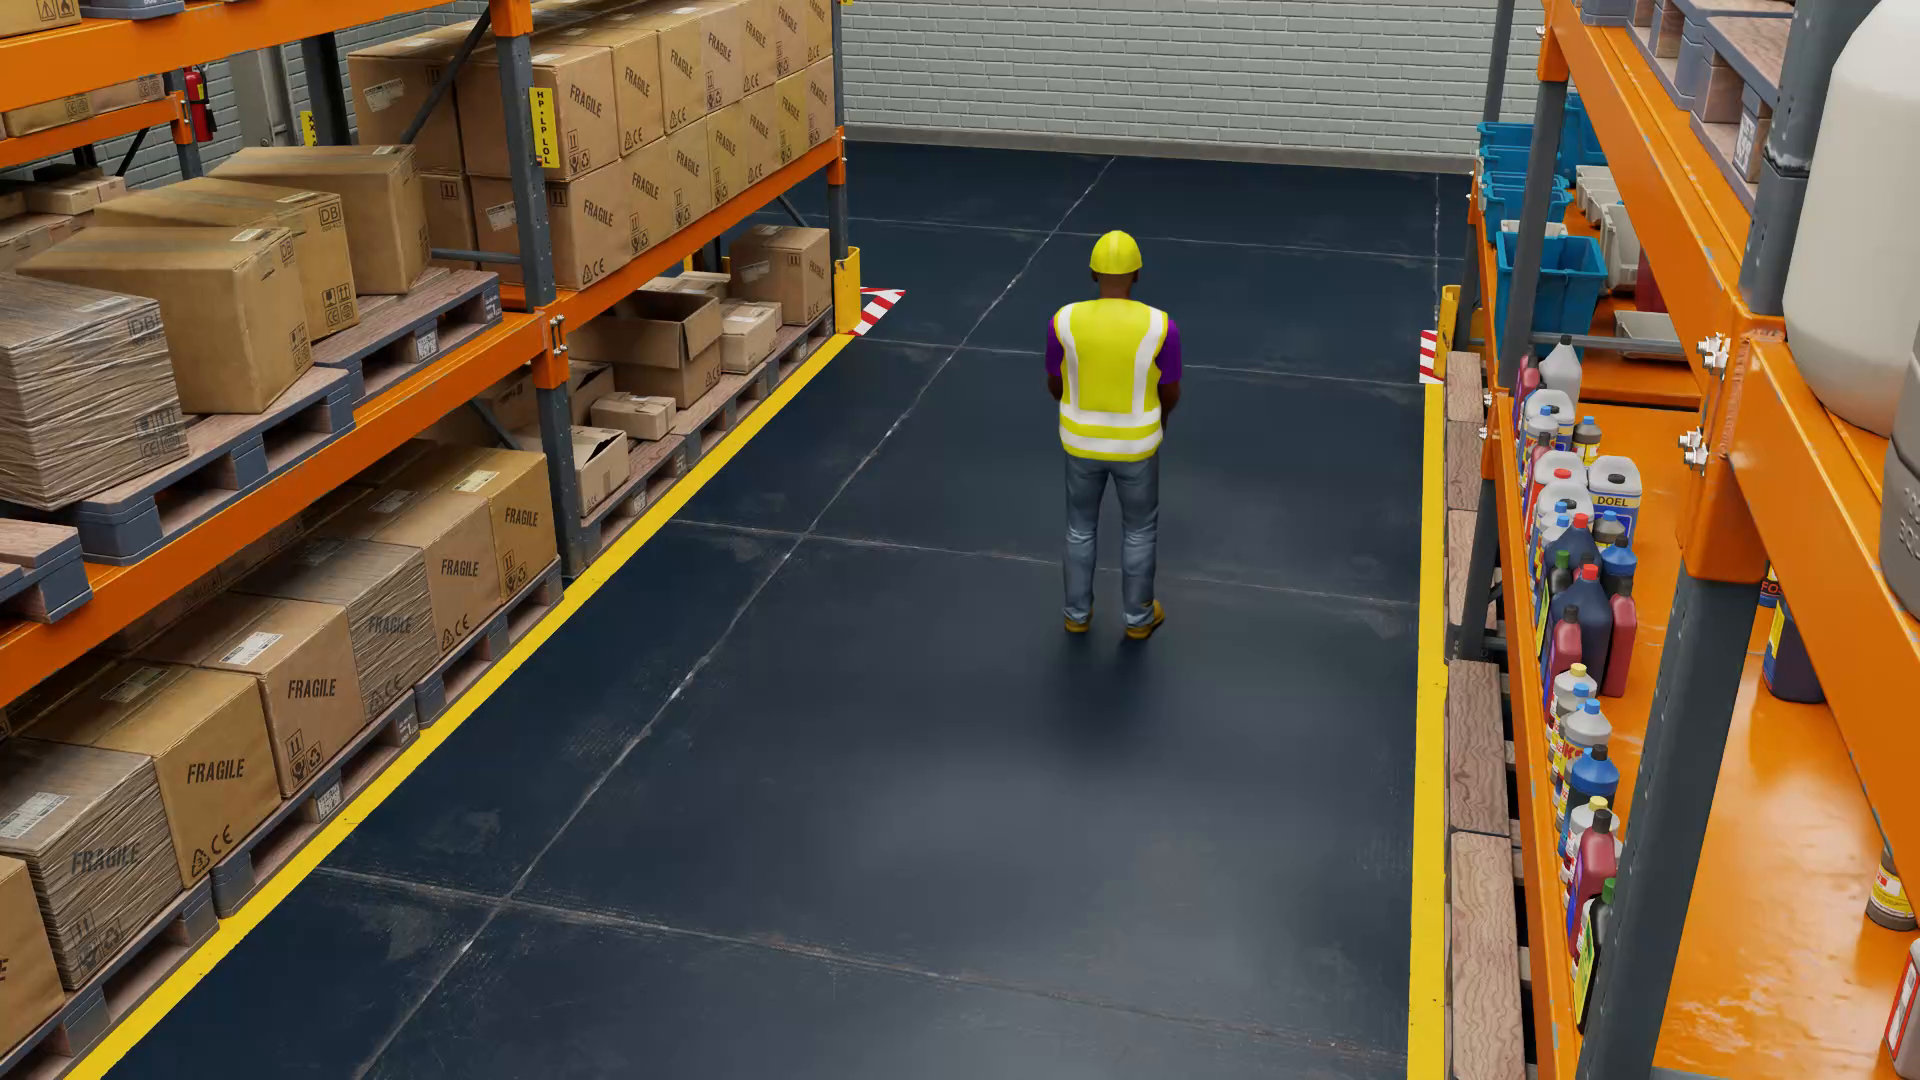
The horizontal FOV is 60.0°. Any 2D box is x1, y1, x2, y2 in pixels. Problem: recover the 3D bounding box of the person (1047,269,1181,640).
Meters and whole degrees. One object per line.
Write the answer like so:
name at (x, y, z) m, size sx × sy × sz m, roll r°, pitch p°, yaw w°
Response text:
person at (12.459, -3.852, 5.772) m, size 23.367 × 9.002 × 6.709 m, roll 6°, pitch 26°, yaw 12°
